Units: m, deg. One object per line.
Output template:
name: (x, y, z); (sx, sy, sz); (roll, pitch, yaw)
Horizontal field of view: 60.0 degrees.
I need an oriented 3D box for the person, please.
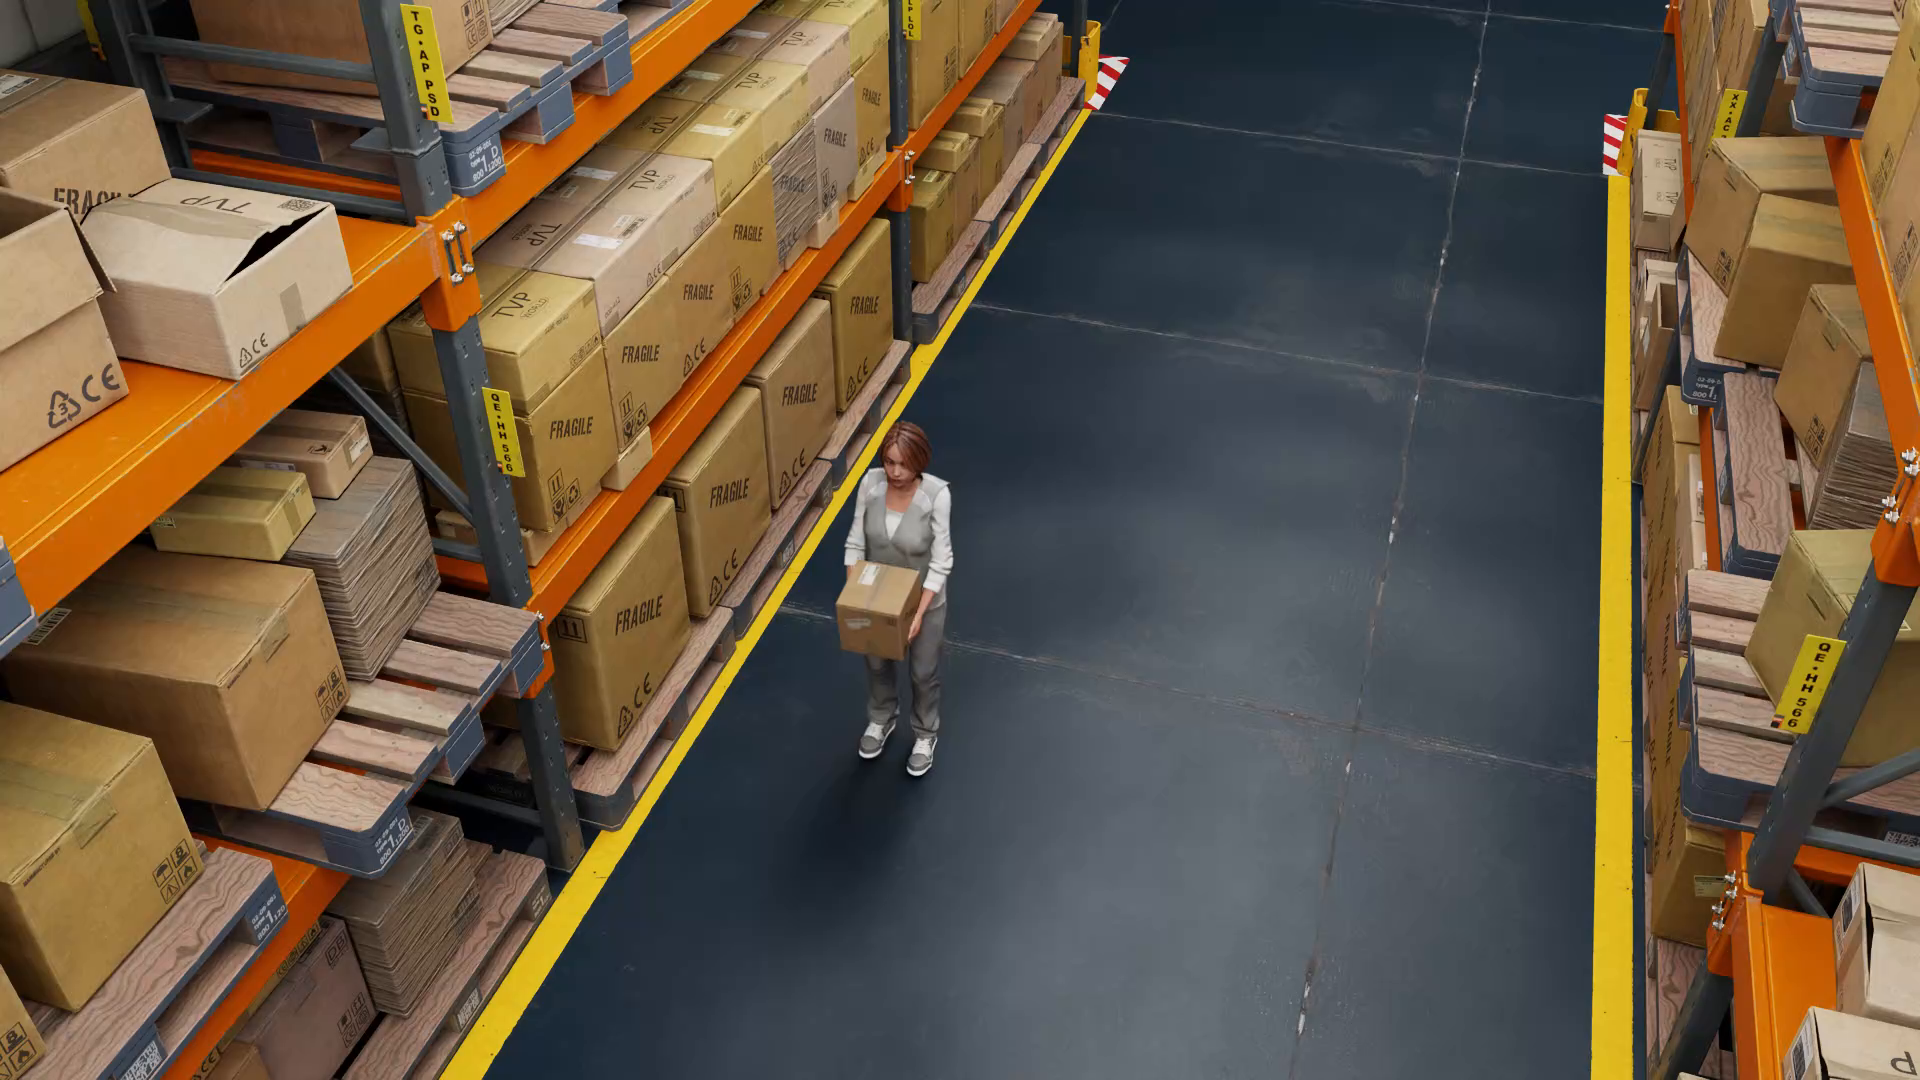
person: (-0.246, 0.274, 6.547); (0.435, 1.585, 0.478); (11, 39, 13)
